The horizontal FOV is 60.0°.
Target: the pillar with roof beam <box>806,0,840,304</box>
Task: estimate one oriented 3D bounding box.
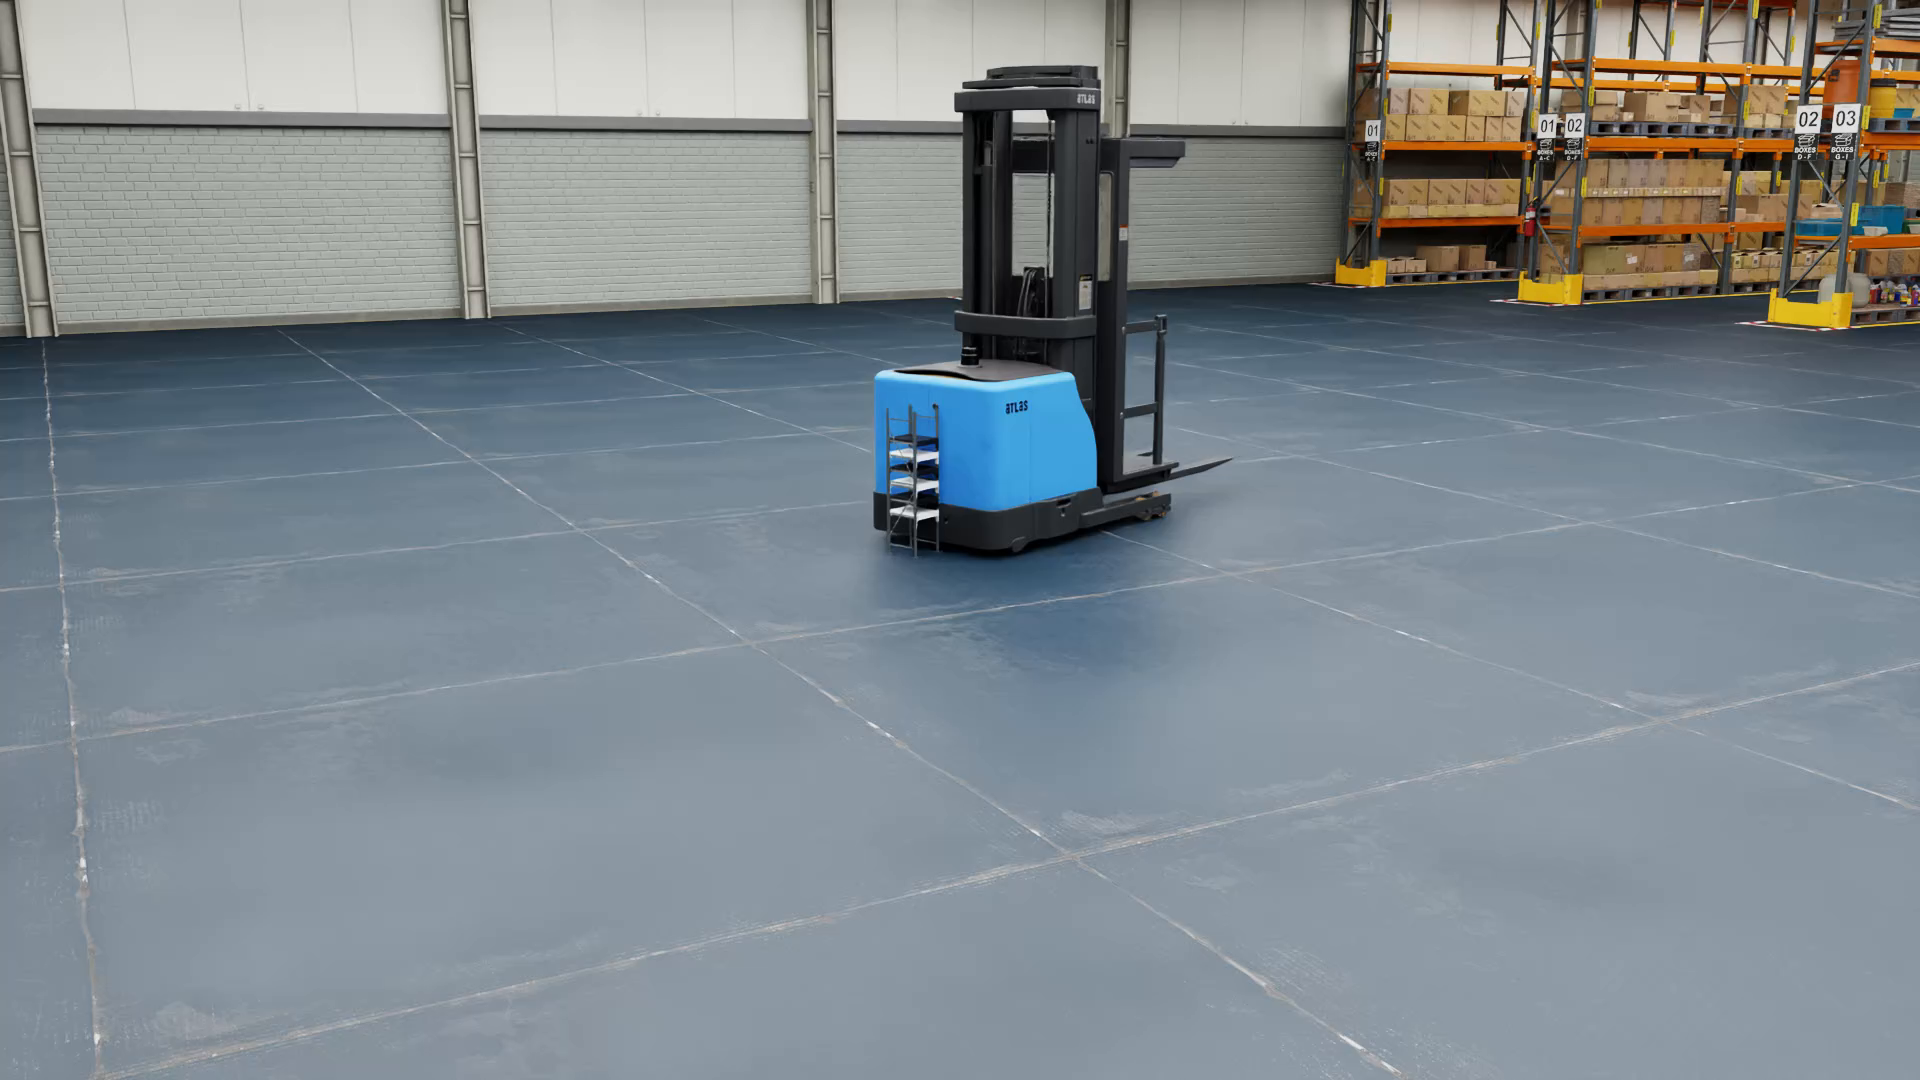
[{"bbox_3d":[-0.275,-7.687,24.269,0.400,9.000,9.100,-7,14,-28],"label":"pillar with roof beam"}]

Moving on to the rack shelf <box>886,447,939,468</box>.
[{"bbox_3d":[-0.288,-0.500,10.114,0.258,0.077,0.200,11,16,39],"label":"rack shelf"}]

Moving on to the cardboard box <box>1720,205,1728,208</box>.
[{"bbox_3d":[17.230,-7.546,37.833,0.250,0.149,0.380,-7,15,-29],"label":"cardboard box"}]

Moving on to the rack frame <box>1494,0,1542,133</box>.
[{"bbox_3d":[11.506,-9.959,34.366,0.127,3.000,1.000,-7,14,-28],"label":"rack frame"}]

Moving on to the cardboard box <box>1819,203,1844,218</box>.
[{"bbox_3d":[17.053,-6.426,32.532,0.500,0.311,0.500,-6,14,-24],"label":"cardboard box"}]

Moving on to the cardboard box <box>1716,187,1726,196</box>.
[{"bbox_3d":[13.746,-6.373,30.392,0.250,0.149,0.380,-7,14,-28],"label":"cardboard box"}]

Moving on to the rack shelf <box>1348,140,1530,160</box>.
[{"bbox_3d":[9.750,-7.934,33.840,4.000,0.370,1.077,-7,14,-28],"label":"rack shelf"}]

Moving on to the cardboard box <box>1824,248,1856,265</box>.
[{"bbox_3d":[17.052,-5.533,32.393,0.500,0.311,0.500,-6,14,-26],"label":"cardboard box"}]

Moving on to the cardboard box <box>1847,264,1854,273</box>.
[{"bbox_3d":[17.048,-5.260,32.456,0.500,0.250,0.500,-6,14,-27],"label":"cardboard box"}]

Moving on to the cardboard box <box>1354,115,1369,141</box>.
[{"bbox_3d":[8.240,-8.226,33.225,0.500,0.500,0.500,-6,14,-24],"label":"cardboard box"}]

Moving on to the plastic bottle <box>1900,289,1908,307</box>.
[{"bbox_3d":[14.482,-3.717,25.504,0.097,0.271,0.097,0,13,0],"label":"plastic bottle"}]

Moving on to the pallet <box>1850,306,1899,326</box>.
[{"bbox_3d":[13.501,-3.443,25.429,1.213,0.211,1.003,-7,14,-28],"label":"pallet"}]

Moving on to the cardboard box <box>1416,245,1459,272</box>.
[{"bbox_3d":[9.813,-5.790,34.194,0.500,0.500,0.700,-8,15,-31],"label":"cardboard box"}]

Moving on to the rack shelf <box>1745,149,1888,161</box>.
[{"bbox_3d":[20.283,-9.197,39.449,4.000,0.370,1.077,-7,14,-28],"label":"rack shelf"}]

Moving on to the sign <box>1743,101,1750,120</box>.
[{"bbox_3d":[14.150,-7.726,29.916,0.005,0.325,0.100,-7,14,-28],"label":"sign"}]

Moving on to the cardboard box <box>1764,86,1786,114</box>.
[{"bbox_3d":[14.932,-8.161,30.884,0.500,0.500,0.500,-5,14,-22],"label":"cardboard box"}]

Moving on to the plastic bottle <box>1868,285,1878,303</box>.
[{"bbox_3d":[14.378,-3.887,26.251,0.135,0.276,0.152,-7,14,-27],"label":"plastic bottle"}]

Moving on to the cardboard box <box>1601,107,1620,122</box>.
[{"bbox_3d":[11.256,-7.493,29.305,0.500,0.250,0.500,-7,14,-28],"label":"cardboard box"}]

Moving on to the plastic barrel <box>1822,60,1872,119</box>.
[{"bbox_3d":[13.107,-6.656,24.585,0.708,0.830,0.600,-7,14,-28],"label":"plastic barrel"}]

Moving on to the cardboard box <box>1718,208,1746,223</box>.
[{"bbox_3d":[14.294,-6.065,31.069,0.500,0.250,0.500,-6,14,-24],"label":"cardboard box"}]

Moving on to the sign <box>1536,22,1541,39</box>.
[{"bbox_3d":[11.749,-10.347,33.782,0.005,0.325,0.100,-7,14,-28],"label":"sign"}]

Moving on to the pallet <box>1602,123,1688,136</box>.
[{"bbox_3d":[12.077,-7.276,29.478,1.213,0.211,1.003,-7,14,-28],"label":"pallet"}]

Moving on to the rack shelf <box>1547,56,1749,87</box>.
[{"bbox_3d":[12.127,-8.248,29.314,4.000,0.370,1.077,-7,14,-28],"label":"rack shelf"}]

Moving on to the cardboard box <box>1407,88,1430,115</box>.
[{"bbox_3d":[8.914,-8.658,32.866,0.500,0.500,0.500,-7,14,-29],"label":"cardboard box"}]

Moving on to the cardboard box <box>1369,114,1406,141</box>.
[{"bbox_3d":[8.408,-8.120,32.755,0.500,0.500,0.500,-6,14,-26],"label":"cardboard box"}]

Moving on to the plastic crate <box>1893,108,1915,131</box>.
[{"bbox_3d":[14.271,-6.417,25.493,0.575,0.384,0.392,-7,14,-28],"label":"plastic crate"}]

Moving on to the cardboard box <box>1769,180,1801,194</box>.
[{"bbox_3d":[19.011,-8.074,38.971,0.700,0.700,0.980,-7,14,-27],"label":"cardboard box"}]

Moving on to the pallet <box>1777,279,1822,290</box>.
[{"bbox_3d":[16.652,-5.059,32.609,1.213,0.211,1.003,-7,14,-28],"label":"pallet"}]

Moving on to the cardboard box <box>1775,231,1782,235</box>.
[{"bbox_3d":[19.703,-7.341,39.658,0.250,0.149,0.380,-7,15,-30],"label":"cardboard box"}]

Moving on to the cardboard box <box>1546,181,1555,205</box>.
[{"bbox_3d":[12.463,-7.400,35.430,0.500,0.500,0.700,-5,14,-22],"label":"cardboard box"}]

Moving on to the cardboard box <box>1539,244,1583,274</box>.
[{"bbox_3d":[10.700,-5.000,29.594,0.500,0.500,0.500,-7,14,-28],"label":"cardboard box"}]

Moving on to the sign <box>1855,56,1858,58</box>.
[{"bbox_3d":[21.778,-11.862,40.334,0.005,0.325,0.100,-7,14,-28],"label":"sign"}]

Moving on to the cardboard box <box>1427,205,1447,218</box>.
[{"bbox_3d":[9.474,-6.648,33.614,0.500,0.250,0.500,-7,15,-29],"label":"cardboard box"}]

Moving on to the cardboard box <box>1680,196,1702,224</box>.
[{"bbox_3d":[13.036,-6.022,30.309,0.500,0.500,0.700,-7,14,-28],"label":"cardboard box"}]

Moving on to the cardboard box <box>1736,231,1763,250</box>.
[{"bbox_3d":[18.019,-6.937,38.539,0.750,0.750,0.750,-7,14,-27],"label":"cardboard box"}]

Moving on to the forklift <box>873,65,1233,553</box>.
[{"bbox_3d":[0.787,-1.616,11.114,1.130,2.935,3.031,11,16,39],"label":"forklift"}]

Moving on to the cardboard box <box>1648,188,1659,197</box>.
[{"bbox_3d":[12.169,-6.184,29.550,0.250,0.149,0.380,-7,14,-27],"label":"cardboard box"}]

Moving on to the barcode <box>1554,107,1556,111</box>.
[{"bbox_3d":[10.405,-7.529,29.076,0.075,0.075,0.001,-7,14,-28],"label":"barcode"}]

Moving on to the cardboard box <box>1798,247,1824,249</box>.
[{"bbox_3d":[16.793,-5.637,32.856,0.500,0.311,0.500,-6,14,-26],"label":"cardboard box"}]

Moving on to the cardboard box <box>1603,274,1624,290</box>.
[{"bbox_3d":[11.386,-4.588,29.468,0.500,0.250,0.500,-7,14,-28],"label":"cardboard box"}]

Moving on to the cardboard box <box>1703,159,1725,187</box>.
[{"bbox_3d":[13.496,-6.712,30.419,0.500,0.500,0.700,-7,14,-28],"label":"cardboard box"}]

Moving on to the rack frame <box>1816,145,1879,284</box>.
[{"bbox_3d":[17.393,-6.499,32.655,0.127,3.000,1.000,-7,14,-28],"label":"rack frame"}]

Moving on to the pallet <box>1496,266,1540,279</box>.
[{"bbox_3d":[12.188,-5.754,35.696,1.213,0.211,1.003,-7,14,-28],"label":"pallet"}]

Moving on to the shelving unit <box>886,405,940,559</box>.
[{"bbox_3d":[-0.288,-0.357,10.146,0.258,0.900,0.210,11,16,39],"label":"shelving unit"}]

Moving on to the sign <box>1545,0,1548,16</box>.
[{"bbox_3d":[10.124,-9.184,28.616,0.005,0.325,0.100,-7,14,-28],"label":"sign"}]

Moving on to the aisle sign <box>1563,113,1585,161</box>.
[{"bbox_3d":[10.461,-6.860,28.337,0.004,0.787,0.394,-7,14,-28],"label":"aisle sign"}]

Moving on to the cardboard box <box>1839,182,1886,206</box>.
[{"bbox_3d":[17.892,-6.840,32.988,0.700,0.500,0.500,11,17,41],"label":"cardboard box"}]

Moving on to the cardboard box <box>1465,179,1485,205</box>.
[{"bbox_3d":[10.356,-7.121,34.007,0.500,0.500,0.500,-7,15,-29],"label":"cardboard box"}]

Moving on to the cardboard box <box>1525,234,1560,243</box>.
[{"bbox_3d":[12.529,-6.521,35.736,0.500,0.250,0.500,-7,15,-29],"label":"cardboard box"}]

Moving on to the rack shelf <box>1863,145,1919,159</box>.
[{"bbox_3d":[19.149,-7.822,33.339,4.000,0.370,1.077,-7,14,-28],"label":"rack shelf"}]

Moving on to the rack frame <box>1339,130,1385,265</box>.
[{"bbox_3d":[7.995,-6.612,33.155,0.127,3.000,1.000,-7,14,-28],"label":"rack frame"}]
